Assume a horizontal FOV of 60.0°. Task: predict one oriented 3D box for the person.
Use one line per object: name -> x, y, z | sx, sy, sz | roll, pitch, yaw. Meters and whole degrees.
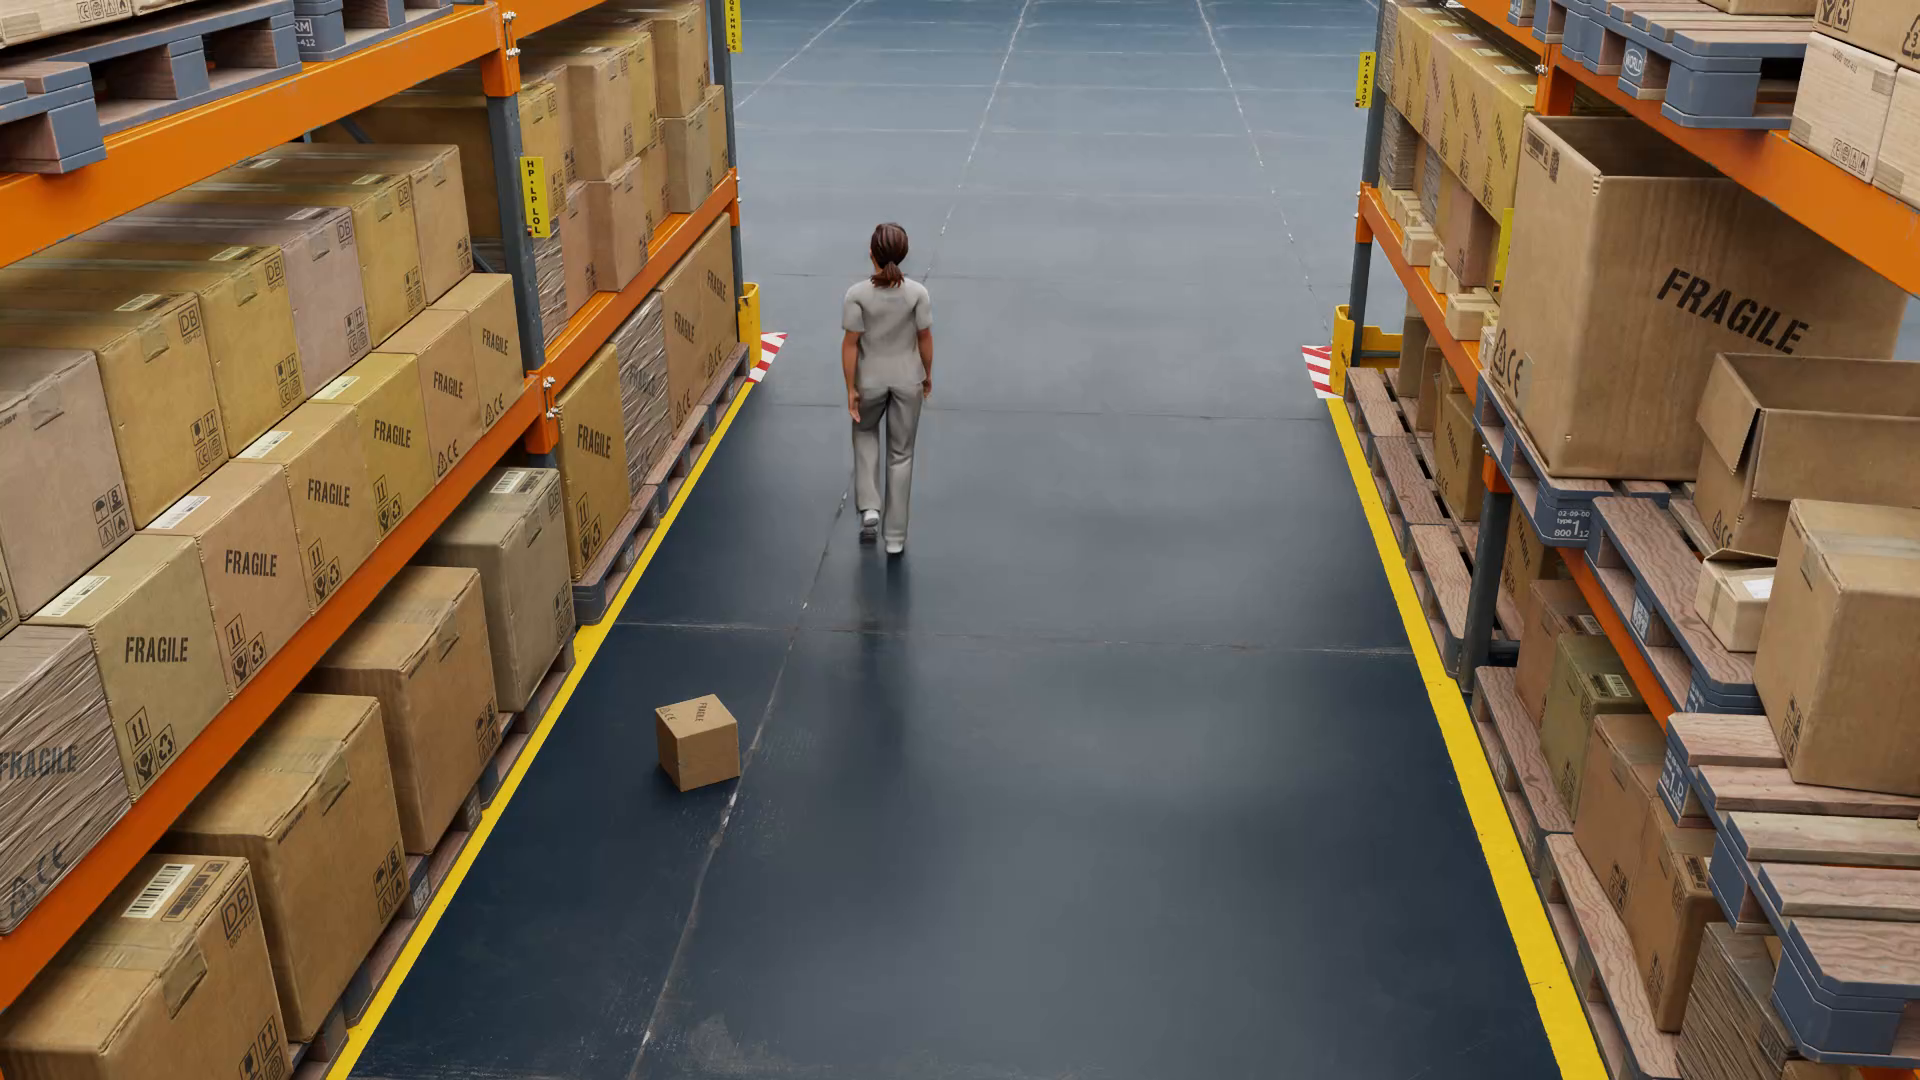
person -> -0.352, -0.748, 8.249 | 0.445, 1.707, 0.488 | -1, 25, -1
